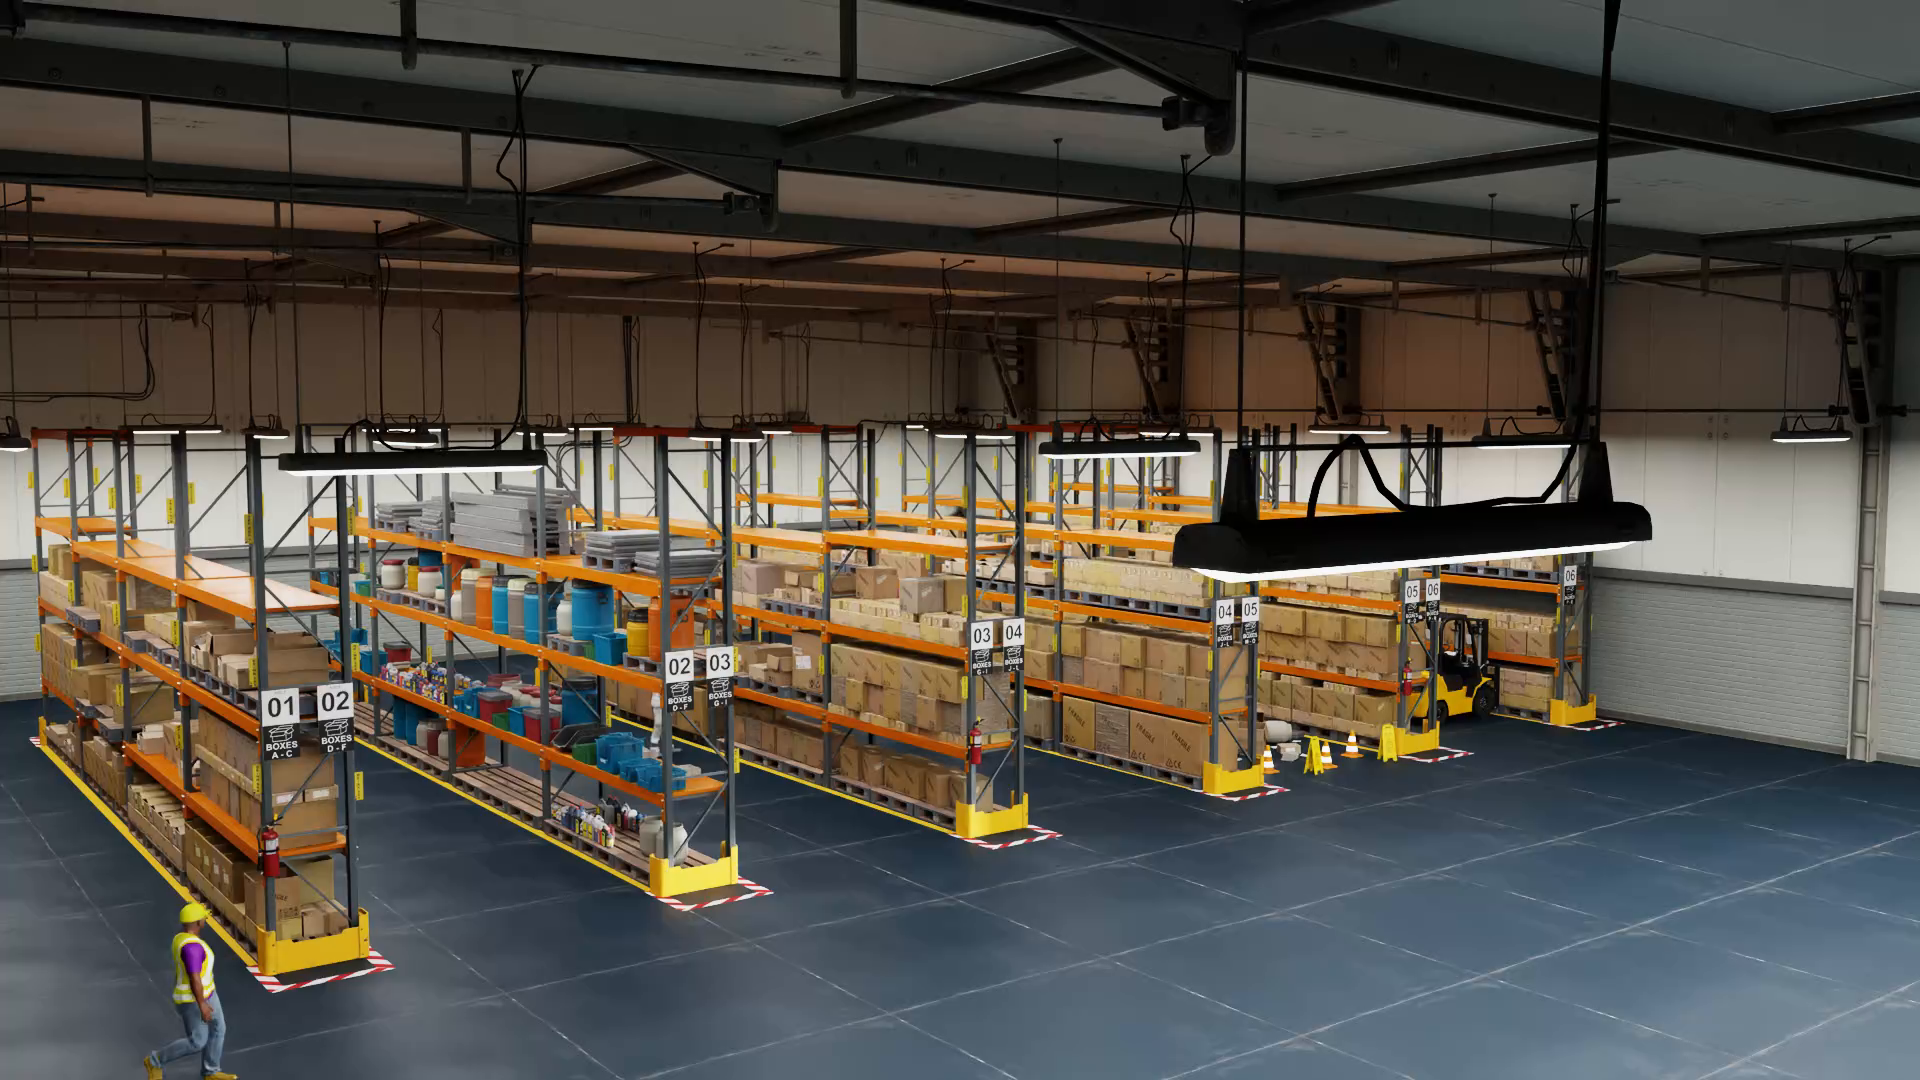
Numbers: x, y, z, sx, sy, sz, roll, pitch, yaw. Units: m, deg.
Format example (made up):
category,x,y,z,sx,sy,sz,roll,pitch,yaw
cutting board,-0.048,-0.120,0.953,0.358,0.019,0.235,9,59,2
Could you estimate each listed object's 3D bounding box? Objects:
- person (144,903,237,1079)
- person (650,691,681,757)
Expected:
category,x,y,z,sx,sy,sz,roll,pitch,yaw
person,-7.173,4.240,15.457,0.748,1.734,0.533,0,4,-3
person,-5.382,3.055,30.417,0.582,1.784,0.587,-1,5,-14
